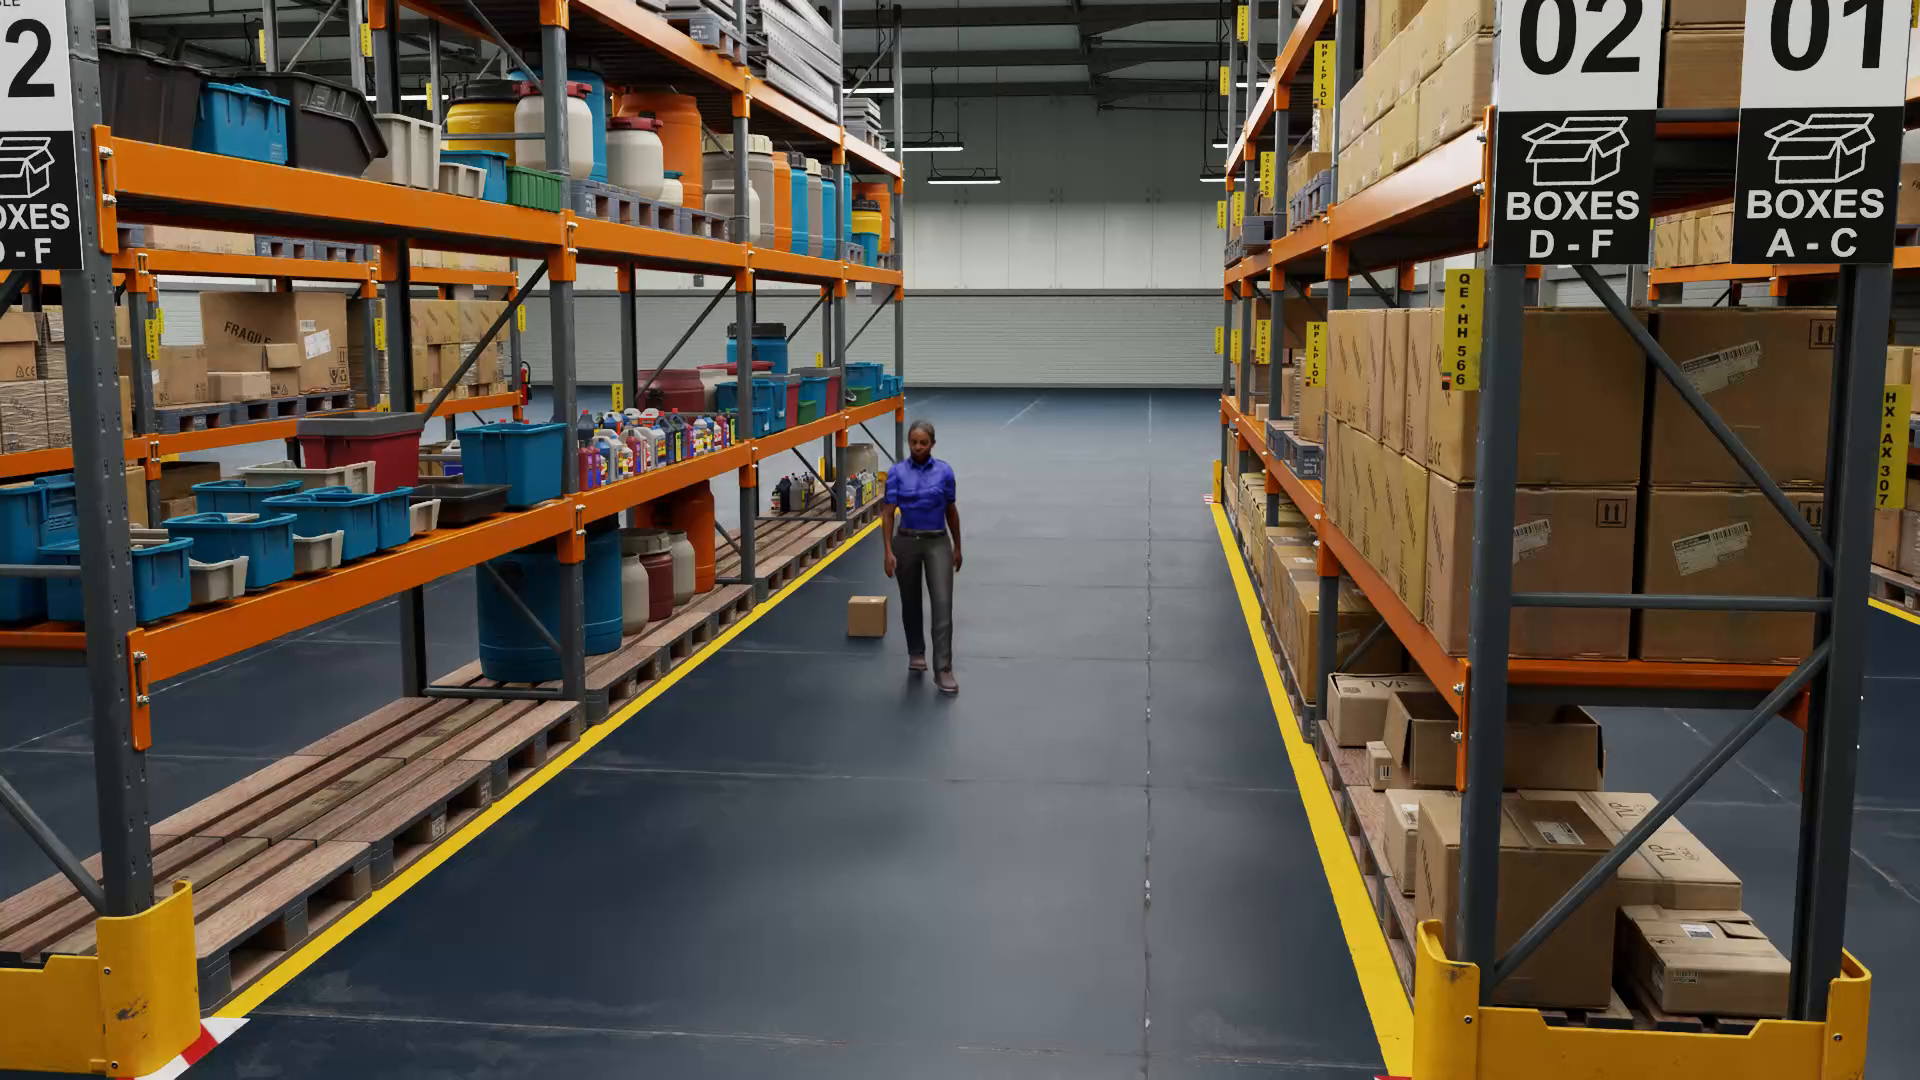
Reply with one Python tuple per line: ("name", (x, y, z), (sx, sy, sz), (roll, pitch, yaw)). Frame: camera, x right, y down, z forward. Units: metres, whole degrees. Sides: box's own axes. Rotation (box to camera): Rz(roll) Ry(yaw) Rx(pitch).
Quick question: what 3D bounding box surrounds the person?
("person", (-0.231, 0.065, 10.239), (0.497, 1.608, 0.937), (0, 8, -1))
